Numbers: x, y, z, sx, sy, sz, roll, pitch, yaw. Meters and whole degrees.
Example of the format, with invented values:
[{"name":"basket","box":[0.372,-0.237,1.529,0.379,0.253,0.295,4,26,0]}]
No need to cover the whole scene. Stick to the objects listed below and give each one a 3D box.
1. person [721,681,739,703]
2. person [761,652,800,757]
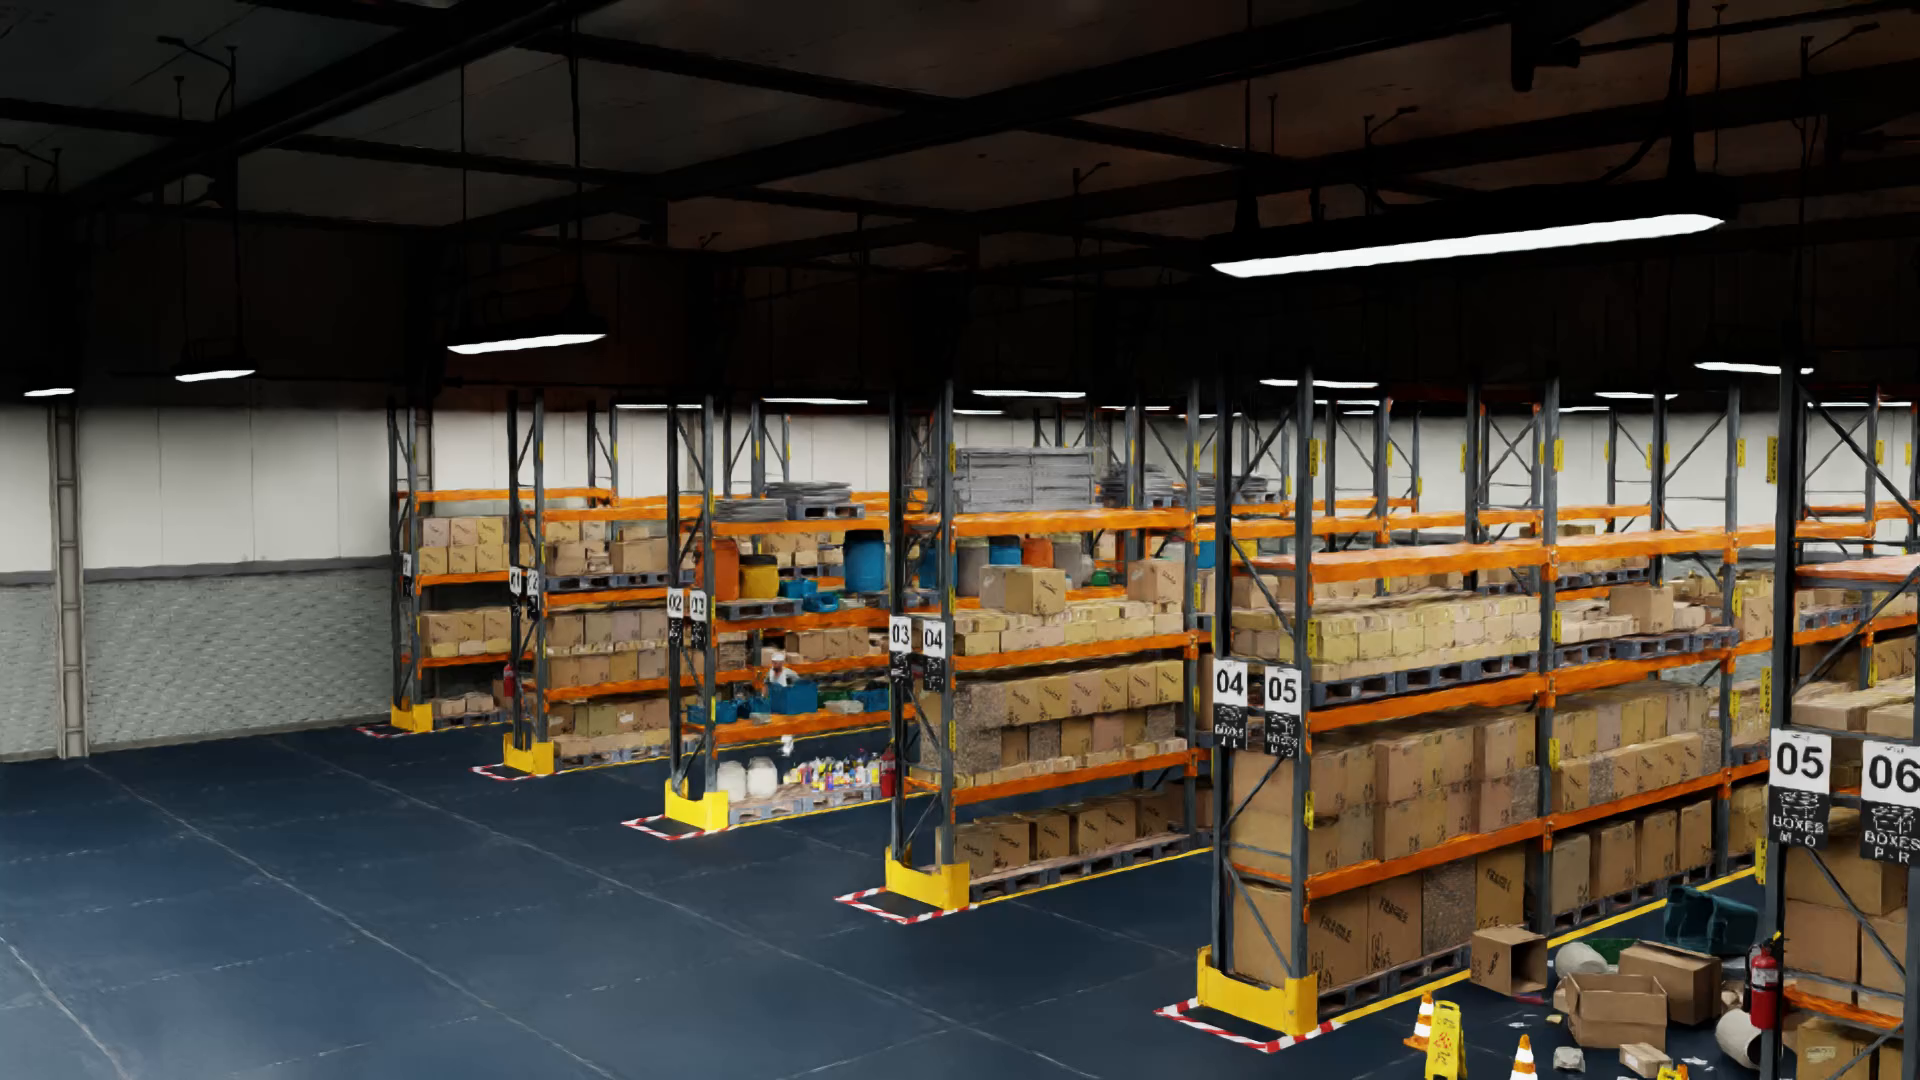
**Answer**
[{"name":"person","box":[-4.581,2.458,32.244,0.448,1.617,0.996,3,4,41]},{"name":"person","box":[-2.915,2.692,27.444,0.686,1.716,0.829,2,4,32]}]
